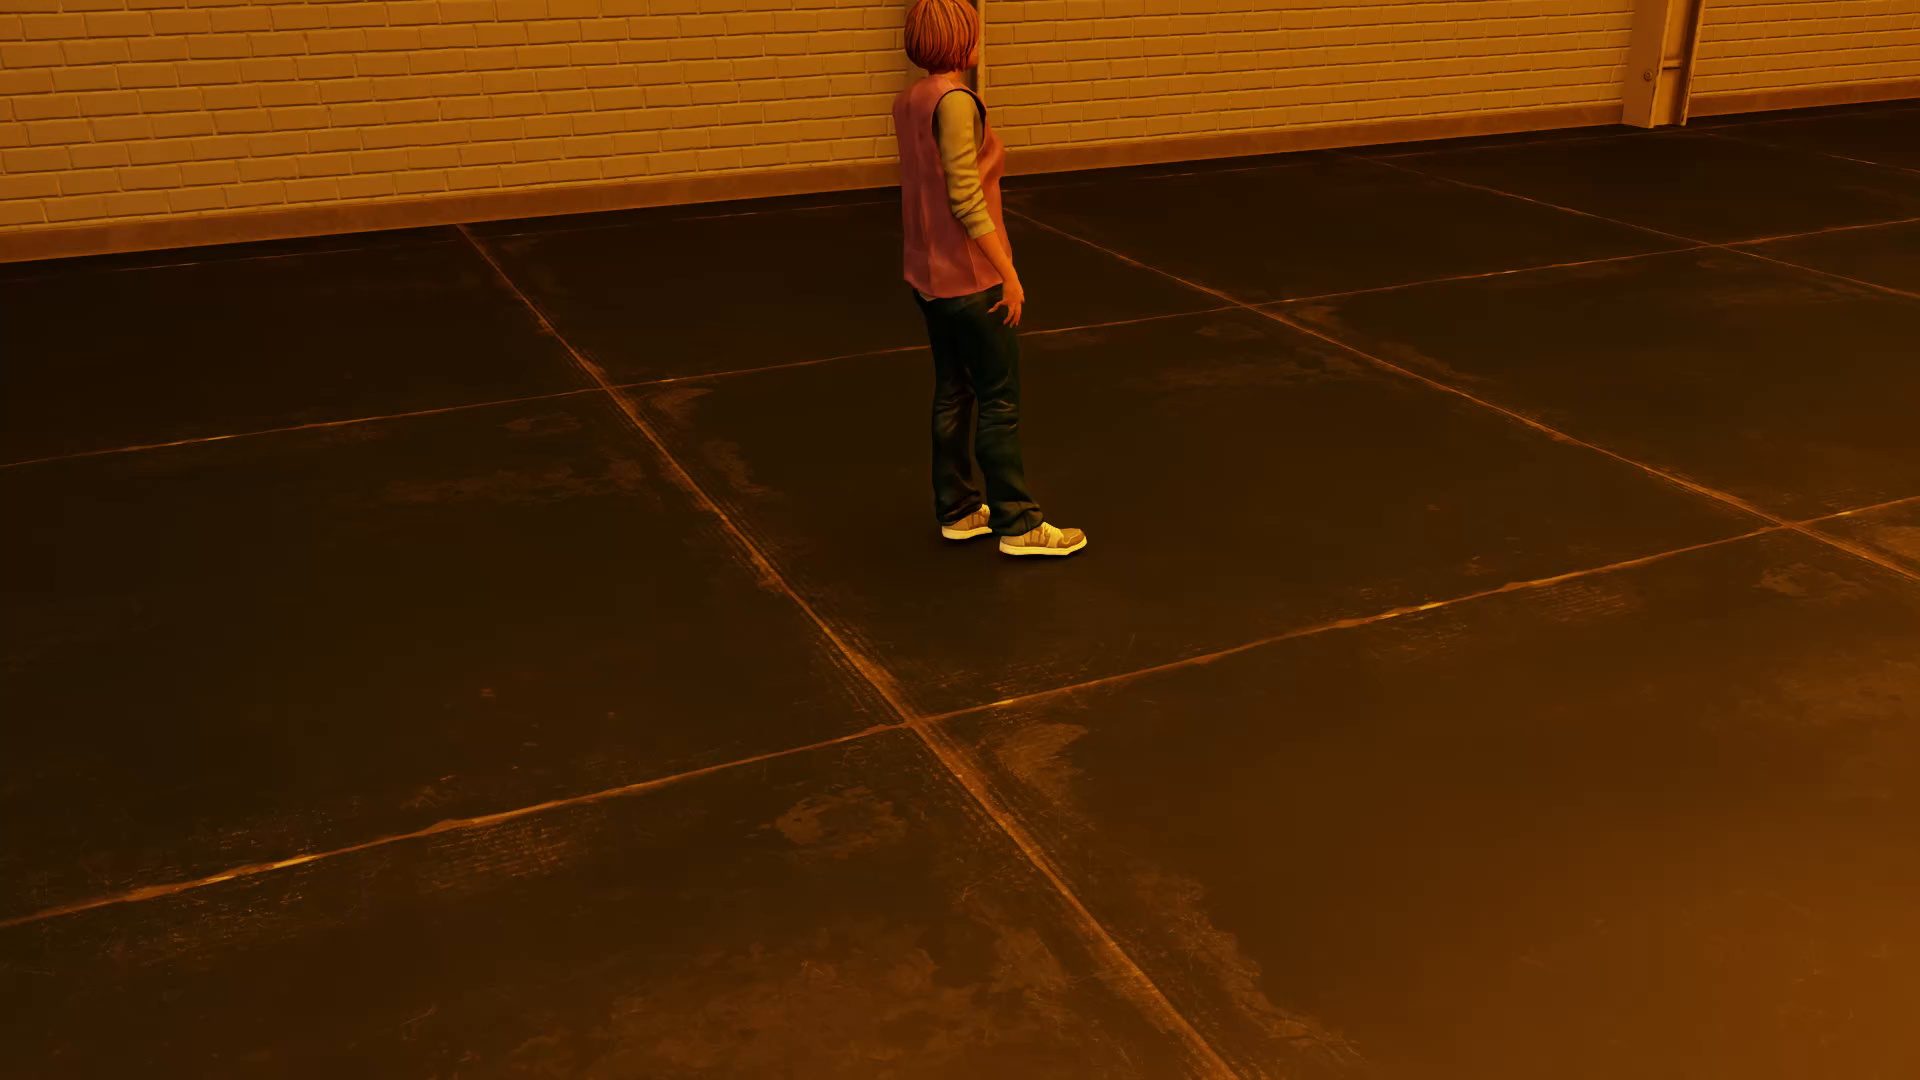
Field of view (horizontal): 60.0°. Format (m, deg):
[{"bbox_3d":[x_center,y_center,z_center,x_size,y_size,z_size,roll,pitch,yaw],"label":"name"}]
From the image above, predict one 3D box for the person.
[{"bbox_3d":[0.073,-0.751,4.814,0.476,1.597,0.520,-10,25,-23],"label":"person"}]
